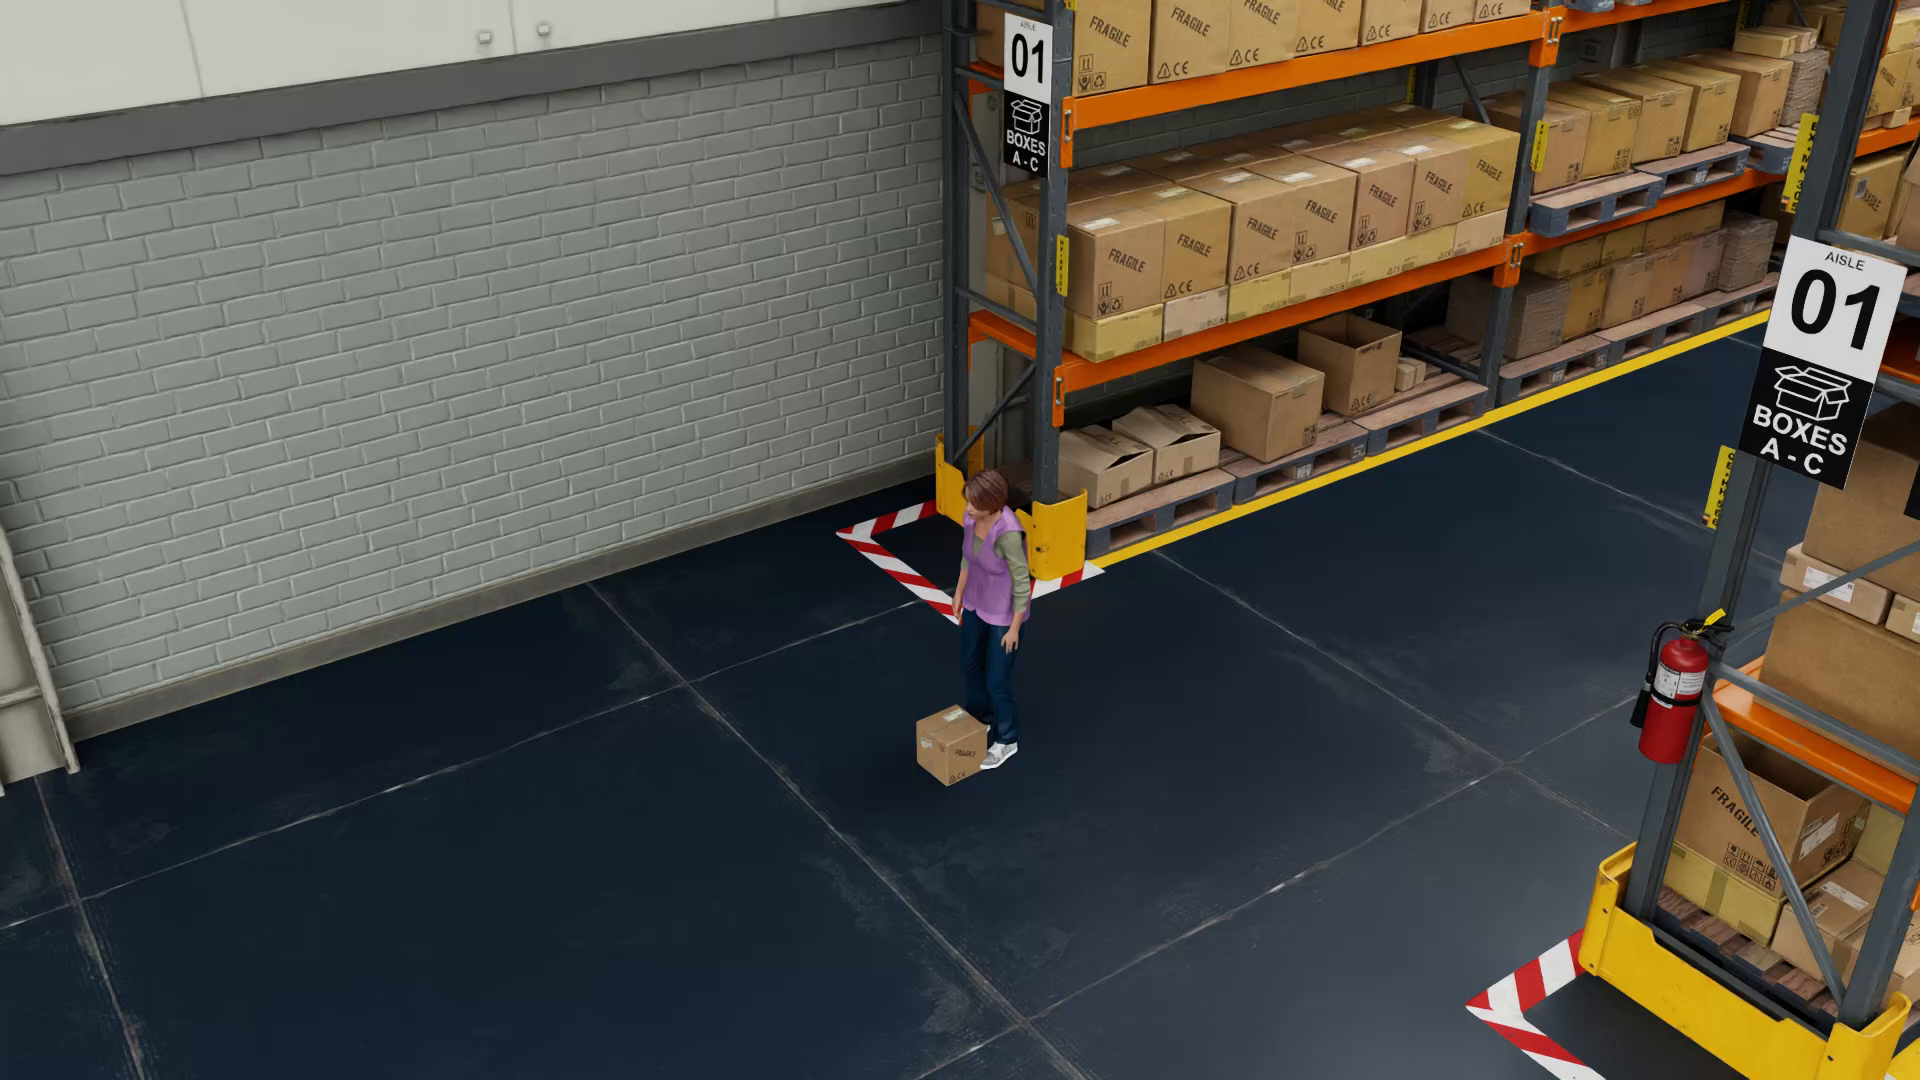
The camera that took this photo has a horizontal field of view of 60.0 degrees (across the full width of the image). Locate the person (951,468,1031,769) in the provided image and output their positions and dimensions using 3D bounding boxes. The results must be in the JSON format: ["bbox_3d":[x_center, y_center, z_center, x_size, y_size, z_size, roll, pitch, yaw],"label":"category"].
[{"bbox_3d":[0.149,0.355,7.995,0.343,1.593,0.481,-20,35,-32],"label":"person"}]
